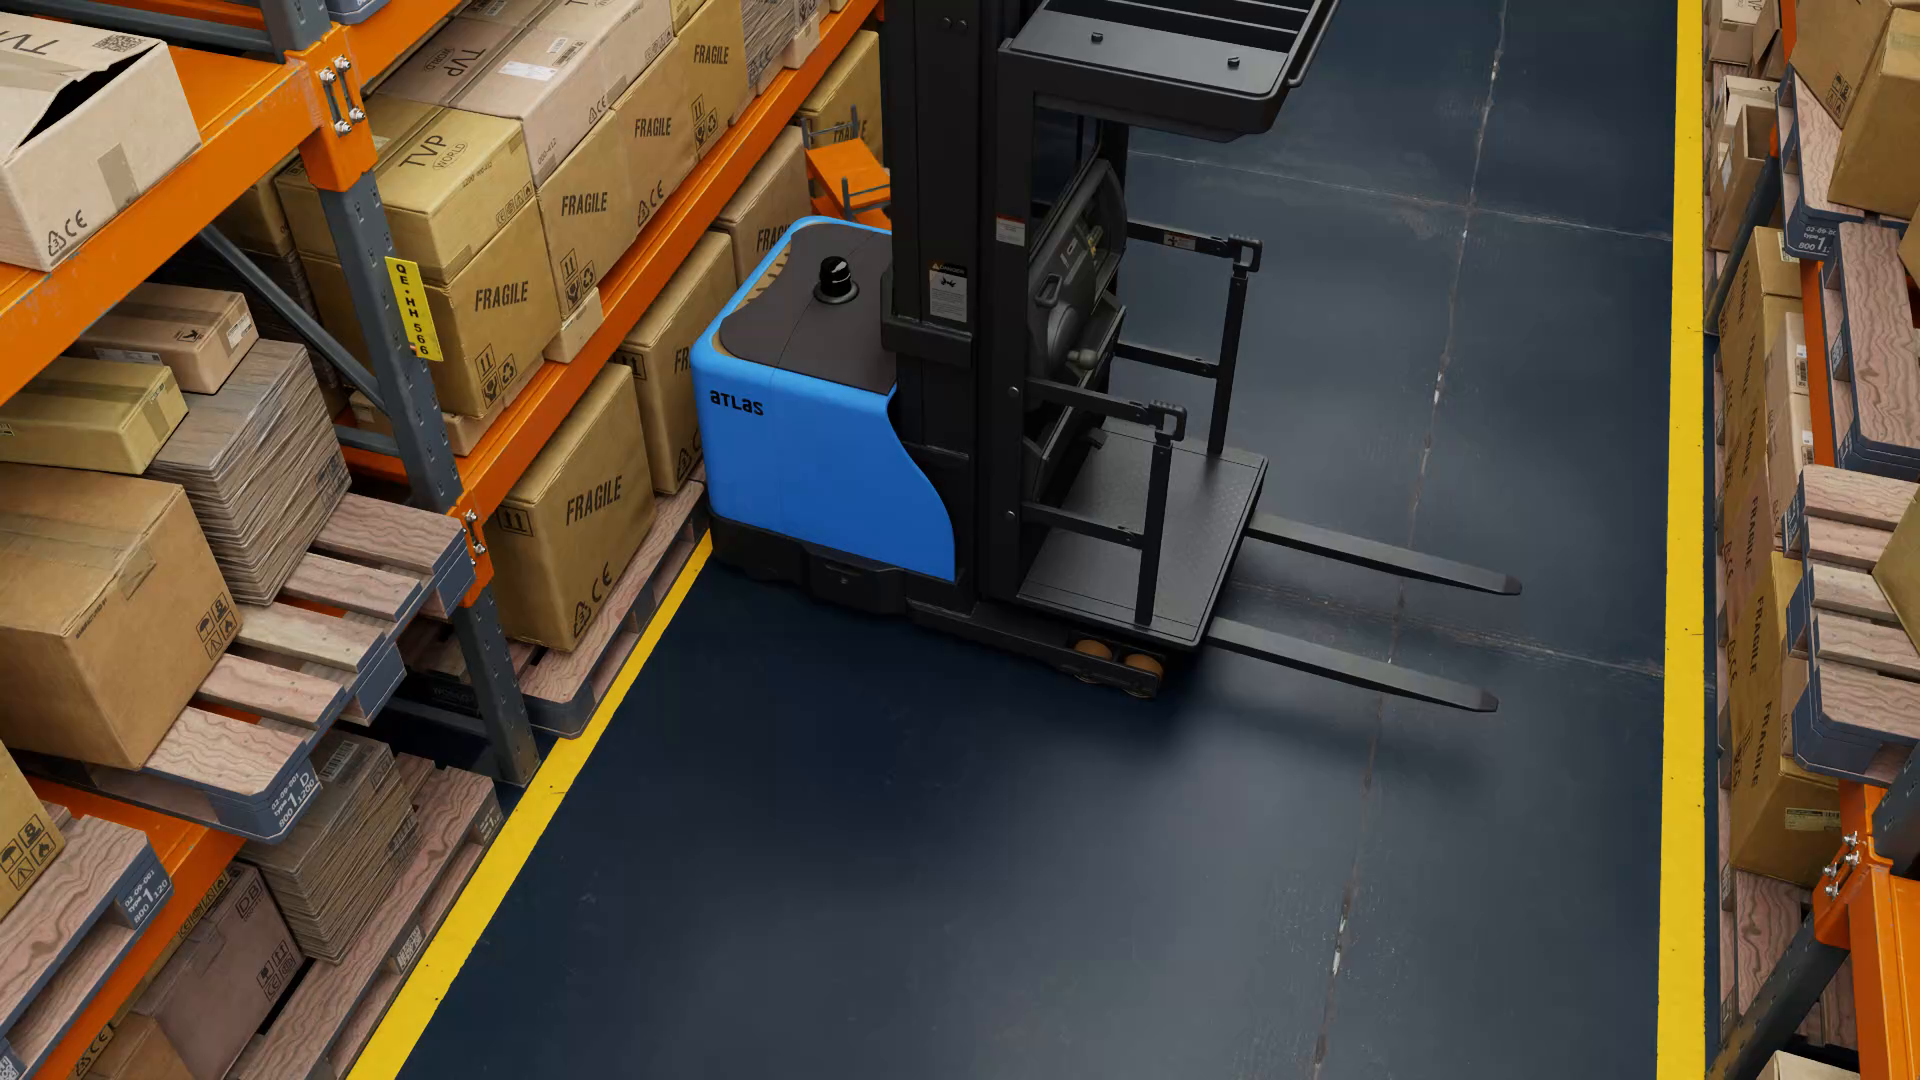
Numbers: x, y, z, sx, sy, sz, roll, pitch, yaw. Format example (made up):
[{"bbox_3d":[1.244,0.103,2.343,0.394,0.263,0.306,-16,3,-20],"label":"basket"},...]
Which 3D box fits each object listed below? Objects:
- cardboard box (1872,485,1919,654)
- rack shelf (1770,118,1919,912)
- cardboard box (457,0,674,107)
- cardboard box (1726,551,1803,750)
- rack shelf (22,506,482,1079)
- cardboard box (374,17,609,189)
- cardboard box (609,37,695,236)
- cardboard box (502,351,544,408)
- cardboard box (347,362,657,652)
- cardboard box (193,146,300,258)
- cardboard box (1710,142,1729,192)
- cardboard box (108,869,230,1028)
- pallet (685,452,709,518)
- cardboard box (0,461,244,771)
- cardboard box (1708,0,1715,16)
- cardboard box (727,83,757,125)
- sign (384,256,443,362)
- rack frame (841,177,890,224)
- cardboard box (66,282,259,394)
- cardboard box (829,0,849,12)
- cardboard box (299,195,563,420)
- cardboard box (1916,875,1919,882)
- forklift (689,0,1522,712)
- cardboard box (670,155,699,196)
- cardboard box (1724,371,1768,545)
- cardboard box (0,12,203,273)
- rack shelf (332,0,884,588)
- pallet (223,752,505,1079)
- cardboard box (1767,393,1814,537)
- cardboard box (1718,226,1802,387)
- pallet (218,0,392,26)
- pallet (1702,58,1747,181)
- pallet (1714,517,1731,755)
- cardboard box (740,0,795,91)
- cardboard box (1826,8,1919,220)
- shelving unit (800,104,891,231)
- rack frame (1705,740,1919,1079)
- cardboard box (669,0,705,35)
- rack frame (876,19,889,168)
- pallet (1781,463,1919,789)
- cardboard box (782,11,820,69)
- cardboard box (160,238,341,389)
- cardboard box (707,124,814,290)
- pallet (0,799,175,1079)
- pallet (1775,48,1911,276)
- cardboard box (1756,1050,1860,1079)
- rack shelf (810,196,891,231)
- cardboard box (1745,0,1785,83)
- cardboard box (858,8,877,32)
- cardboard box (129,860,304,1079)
[{"bbox_3d":[2.818,0.077,4.154,0.700,0.500,0.500,-1,44,-1],"label":"cardboard box"},{"bbox_3d":[3.341,-0.369,5.497,1.077,0.370,4.000,13,46,13],"label":"rack shelf"},{"bbox_3d":[-1.294,-1.698,5.506,0.500,0.250,0.500,13,46,13],"label":"cardboard box"},{"bbox_3d":[2.952,0.425,5.644,0.500,0.500,0.500,11,45,11],"label":"cardboard box"},{"bbox_3d":[-2.593,1.250,3.842,1.077,0.370,4.000,13,46,13],"label":"rack shelf"},{"bbox_3d":[-1.442,-1.364,5.164,0.500,0.250,0.500,12,46,12],"label":"cardboard box"},{"bbox_3d":[-1.277,-1.436,5.775,0.500,0.500,0.500,12,46,12],"label":"cardboard box"},{"bbox_3d":[-1.582,-0.594,5.377,0.380,0.149,0.250,13,46,13],"label":"cardboard box"},{"bbox_3d":[-1.639,-0.184,6.030,0.750,0.750,0.750,12,46,12],"label":"cardboard box"},{"bbox_3d":[-2.097,-1.114,4.909,0.500,0.250,0.500,14,46,14],"label":"cardboard box"},{"bbox_3d":[3.905,-1.800,8.169,0.380,0.149,0.250,13,46,13],"label":"cardboard box"},{"bbox_3d":[-2.388,0.986,4.534,0.500,0.250,0.500,13,46,13],"label":"cardboard box"},{"bbox_3d":[-1.305,-0.663,7.277,1.003,0.211,1.213,13,46,13],"label":"pallet"},{"bbox_3d":[-2.263,0.161,4.055,0.700,0.500,0.500,9,45,9],"label":"cardboard box"},{"bbox_3d":[4.571,-3.164,9.491,0.500,0.250,0.500,13,46,13],"label":"cardboard box"},{"bbox_3d":[-1.035,-1.801,6.611,0.380,0.149,0.250,11,46,11],"label":"cardboard box"},{"bbox_3d":[-1.467,-0.617,4.464,0.100,0.325,0.005,13,46,13],"label":"sign"},{"bbox_3d":[-0.325,-1.019,6.925,0.240,1.200,0.015,-18,47,-14],"label":"rack frame"},{"bbox_3d":[-2.063,-0.528,4.295,0.380,0.149,0.250,7,45,7],"label":"cardboard box"},{"bbox_3d":[-0.662,-2.465,7.290,0.380,0.149,0.250,13,46,13],"label":"cardboard box"},{"bbox_3d":[-1.596,-0.759,5.082,0.500,0.500,0.500,14,46,14],"label":"cardboard box"},{"bbox_3d":[3.298,0.850,5.209,0.500,0.500,0.500,11,45,11],"label":"cardboard box"},{"bbox_3d":[0.585,-0.889,5.562,3.031,2.935,1.130,15,46,15],"label":"forklift"},{"bbox_3d":[-1.213,-1.452,6.255,0.380,0.149,0.250,13,46,13],"label":"cardboard box"},{"bbox_3d":[3.258,-0.263,6.347,0.500,0.500,0.500,13,46,13],"label":"cardboard box"},{"bbox_3d":[-1.948,-0.850,3.379,0.500,0.311,0.500,13,46,13],"label":"cardboard box"},{"bbox_3d":[-1.381,-1.416,6.567,1.077,0.370,4.000,13,46,13],"label":"rack shelf"},{"bbox_3d":[-2.225,1.177,5.396,1.003,0.211,1.213,13,46,13],"label":"pallet"},{"bbox_3d":[3.113,-0.219,5.766,0.500,0.250,0.500,12,46,12],"label":"cardboard box"},{"bbox_3d":[3.568,-0.952,7.051,0.500,0.500,0.500,11,45,11],"label":"cardboard box"},{"bbox_3d":[-1.843,-1.785,4.420,1.213,0.211,1.003,15,46,14],"label":"pallet"},{"bbox_3d":[4.523,-2.236,8.884,1.003,0.211,1.213,13,46,13],"label":"pallet"},{"bbox_3d":[3.368,0.403,6.187,1.003,0.211,1.213,13,46,13],"label":"pallet"},{"bbox_3d":[-0.981,-2.119,6.472,0.500,0.500,0.500,13,46,13],"label":"cardboard box"},{"bbox_3d":[3.442,-1.405,5.669,0.700,0.500,0.500,19,48,19],"label":"cardboard box"},{"bbox_3d":[-0.420,-1.177,7.086,0.258,1.200,0.503,-18,47,-14],"label":"shelving unit"},{"bbox_3d":[2.735,0.707,3.883,1.000,3.000,0.127,13,46,13],"label":"rack frame"},{"bbox_3d":[-1.146,-2.039,5.855,0.500,0.250,0.500,12,46,12],"label":"cardboard box"},{"bbox_3d":[-0.776,-3.006,7.677,1.000,3.000,0.127,13,46,13],"label":"rack frame"},{"bbox_3d":[2.873,0.309,4.427,1.213,0.211,1.003,13,46,13],"label":"pallet"},{"bbox_3d":[-0.808,-2.113,6.930,0.380,0.149,0.250,13,46,13],"label":"cardboard box"},{"bbox_3d":[-2.095,-0.860,5.185,0.500,0.500,0.500,13,46,13],"label":"cardboard box"},{"bbox_3d":[-1.115,-1.334,7.205,0.750,0.750,0.750,14,46,14],"label":"cardboard box"},{"bbox_3d":[-2.548,1.057,3.662,1.003,0.211,1.213,13,46,13],"label":"pallet"},{"bbox_3d":[3.600,-1.381,6.154,1.003,0.211,1.213,13,46,13],"label":"pallet"},{"bbox_3d":[2.297,1.626,4.208,0.500,0.311,0.500,14,46,14],"label":"cardboard box"},{"bbox_3d":[-0.427,-1.286,6.975,0.258,0.148,0.480,-18,47,-14],"label":"rack shelf"},{"bbox_3d":[4.510,-2.478,8.608,0.797,0.503,0.637,13,46,13],"label":"cardboard box"},{"bbox_3d":[-0.452,-2.740,8.892,0.700,0.500,0.500,13,46,13],"label":"cardboard box"},{"bbox_3d":[-2.422,1.206,4.846,0.700,0.500,0.500,12,46,12],"label":"cardboard box"}]
